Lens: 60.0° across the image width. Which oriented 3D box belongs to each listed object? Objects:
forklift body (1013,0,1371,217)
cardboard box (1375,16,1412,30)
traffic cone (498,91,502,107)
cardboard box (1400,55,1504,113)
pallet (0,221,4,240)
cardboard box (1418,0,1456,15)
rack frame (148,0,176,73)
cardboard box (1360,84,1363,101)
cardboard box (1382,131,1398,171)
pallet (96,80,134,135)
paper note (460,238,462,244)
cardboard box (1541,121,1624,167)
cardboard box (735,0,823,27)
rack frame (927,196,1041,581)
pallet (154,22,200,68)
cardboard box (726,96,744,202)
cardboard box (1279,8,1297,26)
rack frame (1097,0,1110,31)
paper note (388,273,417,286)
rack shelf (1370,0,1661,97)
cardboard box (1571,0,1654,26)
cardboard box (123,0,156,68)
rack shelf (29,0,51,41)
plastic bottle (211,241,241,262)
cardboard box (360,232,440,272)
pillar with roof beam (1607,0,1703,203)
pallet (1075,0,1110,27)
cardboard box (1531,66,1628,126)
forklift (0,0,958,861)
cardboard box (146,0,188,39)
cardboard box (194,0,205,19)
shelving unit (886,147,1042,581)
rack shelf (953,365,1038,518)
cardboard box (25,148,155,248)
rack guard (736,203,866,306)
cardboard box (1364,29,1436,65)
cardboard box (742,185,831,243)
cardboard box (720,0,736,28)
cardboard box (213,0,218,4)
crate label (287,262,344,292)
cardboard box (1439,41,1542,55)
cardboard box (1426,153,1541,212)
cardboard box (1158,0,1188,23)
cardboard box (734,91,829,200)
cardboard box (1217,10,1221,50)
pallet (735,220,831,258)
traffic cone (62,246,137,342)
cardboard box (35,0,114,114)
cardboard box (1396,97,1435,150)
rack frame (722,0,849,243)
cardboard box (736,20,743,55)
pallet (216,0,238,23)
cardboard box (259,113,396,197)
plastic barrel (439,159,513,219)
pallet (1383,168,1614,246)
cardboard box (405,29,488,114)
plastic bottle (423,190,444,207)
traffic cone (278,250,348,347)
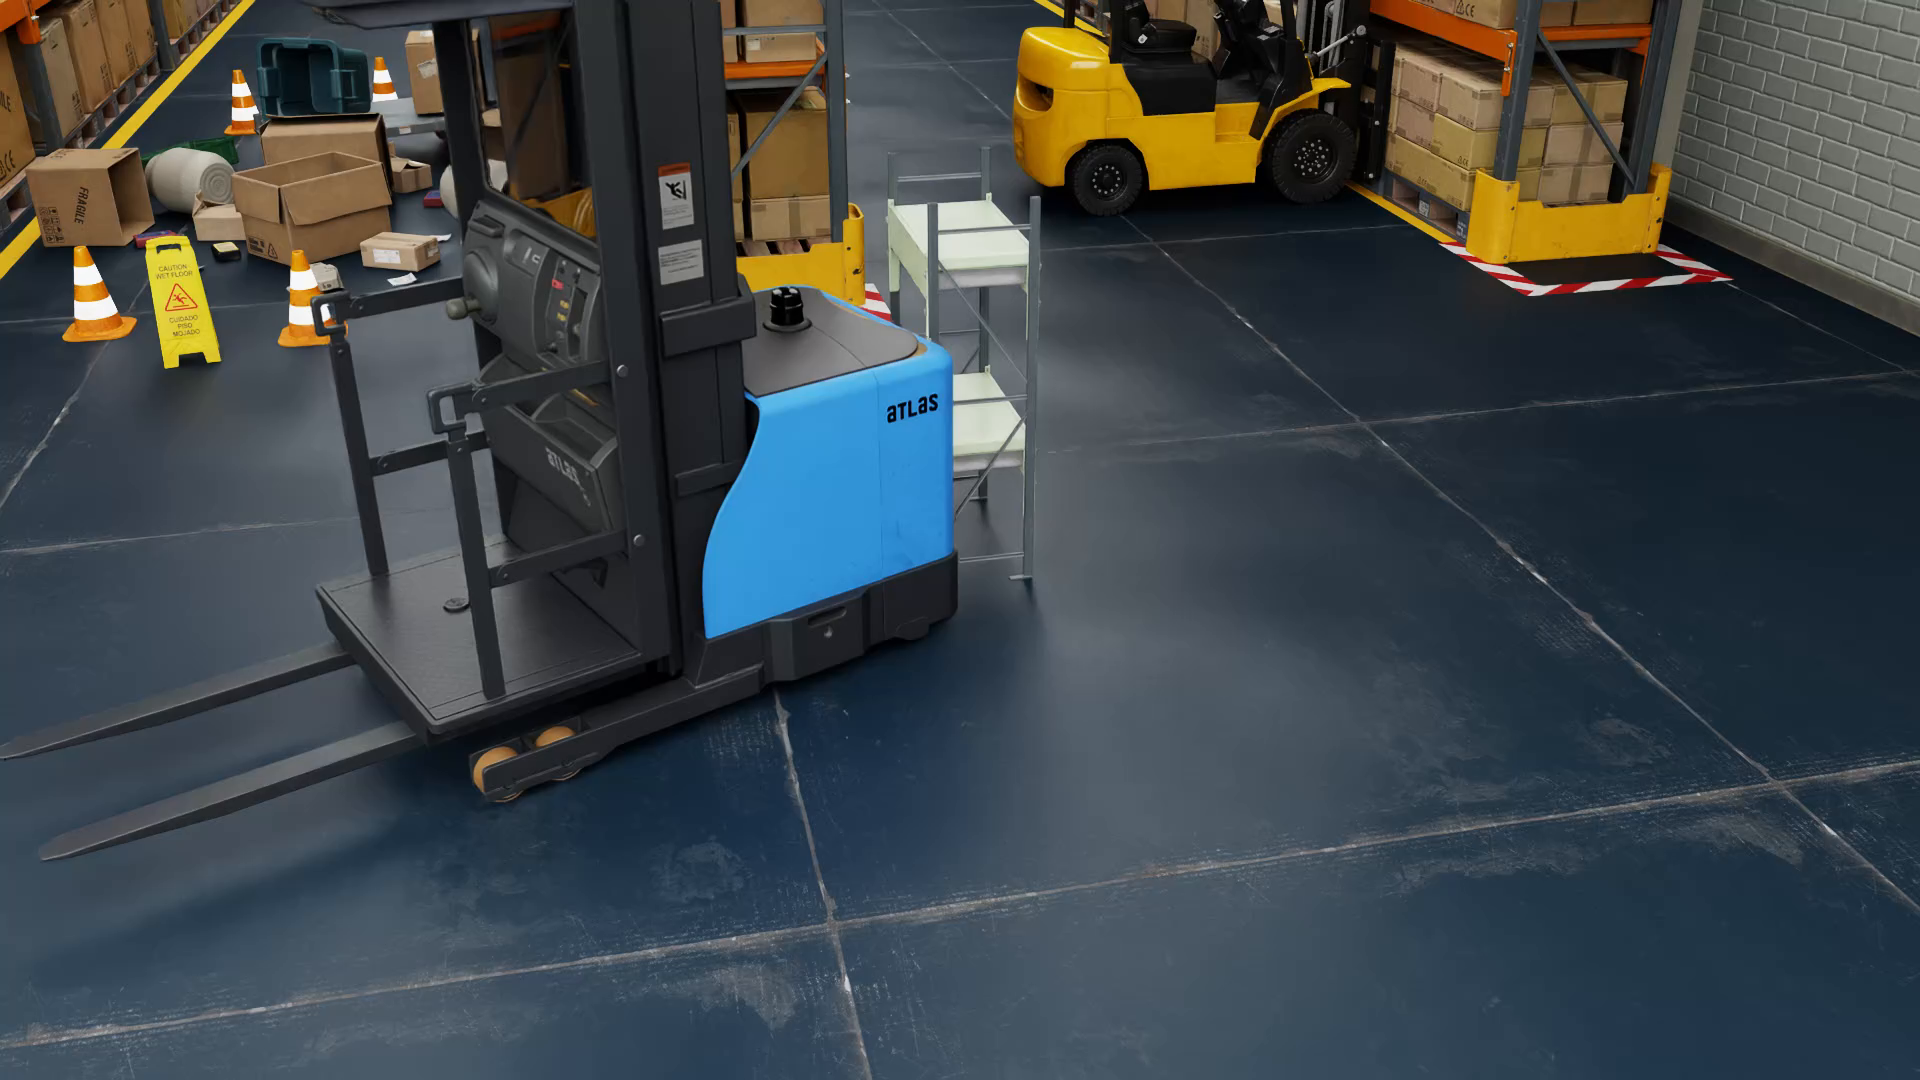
[{"bbox_3d":[1.518,-3.416,11.131,2.313,2.155,1.214,-6,27,-12],"label":"forklift body"},{"bbox_3d":[3.350,-3.669,12.167,0.500,0.250,0.500,-6,27,-11],"label":"cardboard box"},{"bbox_3d":[-3.657,-3.668,13.503,0.336,0.463,0.334,-6,27,-12],"label":"traffic cone"},{"bbox_3d":[3.194,-2.948,10.738,0.500,0.250,0.500,-5,27,-11],"label":"cardboard box"},{"bbox_3d":[-6.440,-1.728,9.939,1.003,0.211,1.213,-6,27,-12],"label":"pallet"},{"bbox_3d":[3.248,-3.610,10.463,0.500,0.500,0.500,-5,27,-10],"label":"cardboard box"},{"bbox_3d":[-7.715,-5.607,14.530,1.000,3.000,0.127,-6,27,-12],"label":"rack frame"},{"bbox_3d":[2.960,-3.179,11.749,0.500,0.250,0.500,-6,27,-12],"label":"cardboard box"},{"bbox_3d":[3.102,-2.722,11.399,0.500,0.250,0.500,-6,27,-11],"label":"cardboard box"},{"bbox_3d":[-7.340,-3.474,13.398,1.003,0.211,1.213,-6,27,-12],"label":"pallet"},{"bbox_3d":[-3.132,-1.883,10.470,0.032,0.001,0.123,-6,27,-12],"label":"paper note"},{"bbox_3d":[3.819,-2.558,10.520,0.500,0.250,0.500,-5,27,-11],"label":"cardboard box"},{"bbox_3d":[-0.949,-3.056,9.034,0.500,0.500,0.500,-6,27,-12],"label":"cardboard box"},{"bbox_3d":[0.084,-0.506,6.088,0.400,1.500,0.023,-6,27,-12],"label":"rack frame"},{"bbox_3d":[-7.890,-4.705,15.838,1.003,0.211,1.213,-6,27,-12],"label":"pallet"},{"bbox_3d":[-1.547,-2.262,9.656,0.500,0.500,0.500,-6,27,-11],"label":"cardboard box"},{"bbox_3d":[2.730,-3.840,12.505,0.500,0.250,0.500,-6,27,-12],"label":"cardboard box"},{"bbox_3d":[1.920,-6.660,16.615,1.000,3.000,0.127,-6,27,-12],"label":"rack frame"},{"bbox_3d":[-3.265,-1.529,9.746,0.148,0.019,0.142,-16,31,-29],"label":"paper note"},{"bbox_3d":[3.272,-3.705,11.559,1.077,0.370,4.000,-6,27,-12],"label":"rack shelf"},{"bbox_3d":[3.882,-3.438,10.122,0.500,0.500,0.500,-5,27,-10],"label":"cardboard box"},{"bbox_3d":[-7.666,-4.514,14.394,1.050,0.750,0.750,-6,27,-12],"label":"cardboard box"},{"bbox_3d":[-7.264,-4.408,12.952,1.077,0.370,4.000,-6,27,-12],"label":"rack shelf"},{"bbox_3d":[-4.512,-1.777,10.204,0.133,0.061,0.283,-16,31,-29],"label":"plastic bottle"},{"bbox_3d":[-3.376,-1.739,10.031,0.380,0.149,0.250,8,28,15],"label":"cardboard box"},{"bbox_3d":[0.250,-5.786,8.226,9.100,9.000,0.400,-6,27,-12],"label":"pillar with roof beam"},{"bbox_3d":[1.788,-5.746,17.901,1.003,0.211,1.213,-6,27,-12],"label":"pallet"},{"bbox_3d":[3.799,-2.784,10.413,0.500,0.250,0.500,-6,27,-12],"label":"cardboard box"},{"bbox_3d":[-1.491,-0.767,5.018,3.031,2.935,1.130,-19,32,-32],"label":"forklift"},{"bbox_3d":[-7.626,-5.015,15.665,0.500,0.500,0.500,-7,28,-14],"label":"cardboard box"},{"bbox_3d":[-7.863,-5.460,16.547,0.500,0.500,0.500,-7,28,-13],"label":"cardboard box"},{"bbox_3d":[0.002,-0.667,6.406,0.431,1.500,0.755,-6,27,-12],"label":"shelving unit"},{"bbox_3d":[0.002,-0.376,6.553,0.431,0.370,0.720,-6,27,-12],"label":"rack shelf"},{"bbox_3d":[-5.464,-2.159,10.470,0.500,0.500,0.500,-1,27,-3],"label":"cardboard box"},{"bbox_3d":[-1.130,-1.559,9.285,1.175,0.500,0.348,-6,27,-12],"label":"rack guard"},{"bbox_3d":[2.964,-3.392,11.617,0.500,0.250,0.500,-7,28,-13],"label":"cardboard box"},{"bbox_3d":[-1.025,-1.984,9.938,0.500,0.250,0.500,-6,27,-12],"label":"cardboard box"},{"bbox_3d":[-1.503,-3.030,8.983,0.500,0.500,0.500,-6,27,-13],"label":"cardboard box"},{"bbox_3d":[-8.089,-5.910,17.438,0.500,0.500,0.500,-7,28,-13],"label":"cardboard box"},{"bbox_3d":[-3.709,-1.499,9.567,0.250,0.136,0.298,-23,35,-38],"label":"crate label"},{"bbox_3d":[3.580,-3.224,11.284,0.500,0.250,0.500,-6,27,-12],"label":"cardboard box"},{"bbox_3d":[3.309,-2.282,10.527,0.500,0.250,0.500,-6,27,-11],"label":"cardboard box"},{"bbox_3d":[2.354,-4.930,15.358,0.875,0.625,0.625,-7,28,-14],"label":"cardboard box"},{"bbox_3d":[-1.031,-2.329,9.789,0.500,0.500,0.500,-7,28,-13],"label":"cardboard box"},{"bbox_3d":[2.693,-4.259,14.028,0.875,0.625,0.625,-5,27,-9],"label":"cardboard box"},{"bbox_3d":[-1.278,-1.791,10.064,1.003,0.211,1.213,-6,27,-12],"label":"pallet"},{"bbox_3d":[-4.649,-1.340,8.891,0.336,0.463,0.334,-6,27,-12],"label":"traffic cone"},{"bbox_3d":[-7.255,-3.721,12.825,1.050,0.750,0.750,-6,27,-12],"label":"cardboard box"},{"bbox_3d":[3.206,-2.734,10.869,0.500,0.250,0.500,-6,27,-12],"label":"cardboard box"},{"bbox_3d":[-1.112,-2.642,8.656,1.000,3.000,0.127,-6,27,-12],"label":"rack frame"},{"bbox_3d":[-1.058,-2.809,9.266,0.380,0.149,0.250,-6,27,-11],"label":"cardboard box"},{"bbox_3d":[-8.440,-5.777,17.960,1.003,0.211,1.213,-6,27,-12],"label":"pallet"},{"bbox_3d":[-4.194,-2.512,11.018,0.797,0.637,0.503,-6,27,-12],"label":"cardboard box"},{"bbox_3d":[-3.053,-2.245,10.728,0.512,0.421,0.421,13,30,24],"label":"plastic barrel"},{"bbox_3d":[3.510,-2.234,10.942,1.003,0.211,1.213,-6,27,-12],"label":"pallet"},{"bbox_3d":[-3.741,-3.426,12.143,0.500,0.500,0.500,-6,27,-12],"label":"cardboard box"},{"bbox_3d":[-3.550,-2.329,11.297,0.133,0.061,0.283,-1,27,-3],"label":"plastic bottle"},{"bbox_3d":[-3.471,-1.305,8.823,0.336,0.463,0.334,-6,27,-12],"label":"traffic cone"}]
